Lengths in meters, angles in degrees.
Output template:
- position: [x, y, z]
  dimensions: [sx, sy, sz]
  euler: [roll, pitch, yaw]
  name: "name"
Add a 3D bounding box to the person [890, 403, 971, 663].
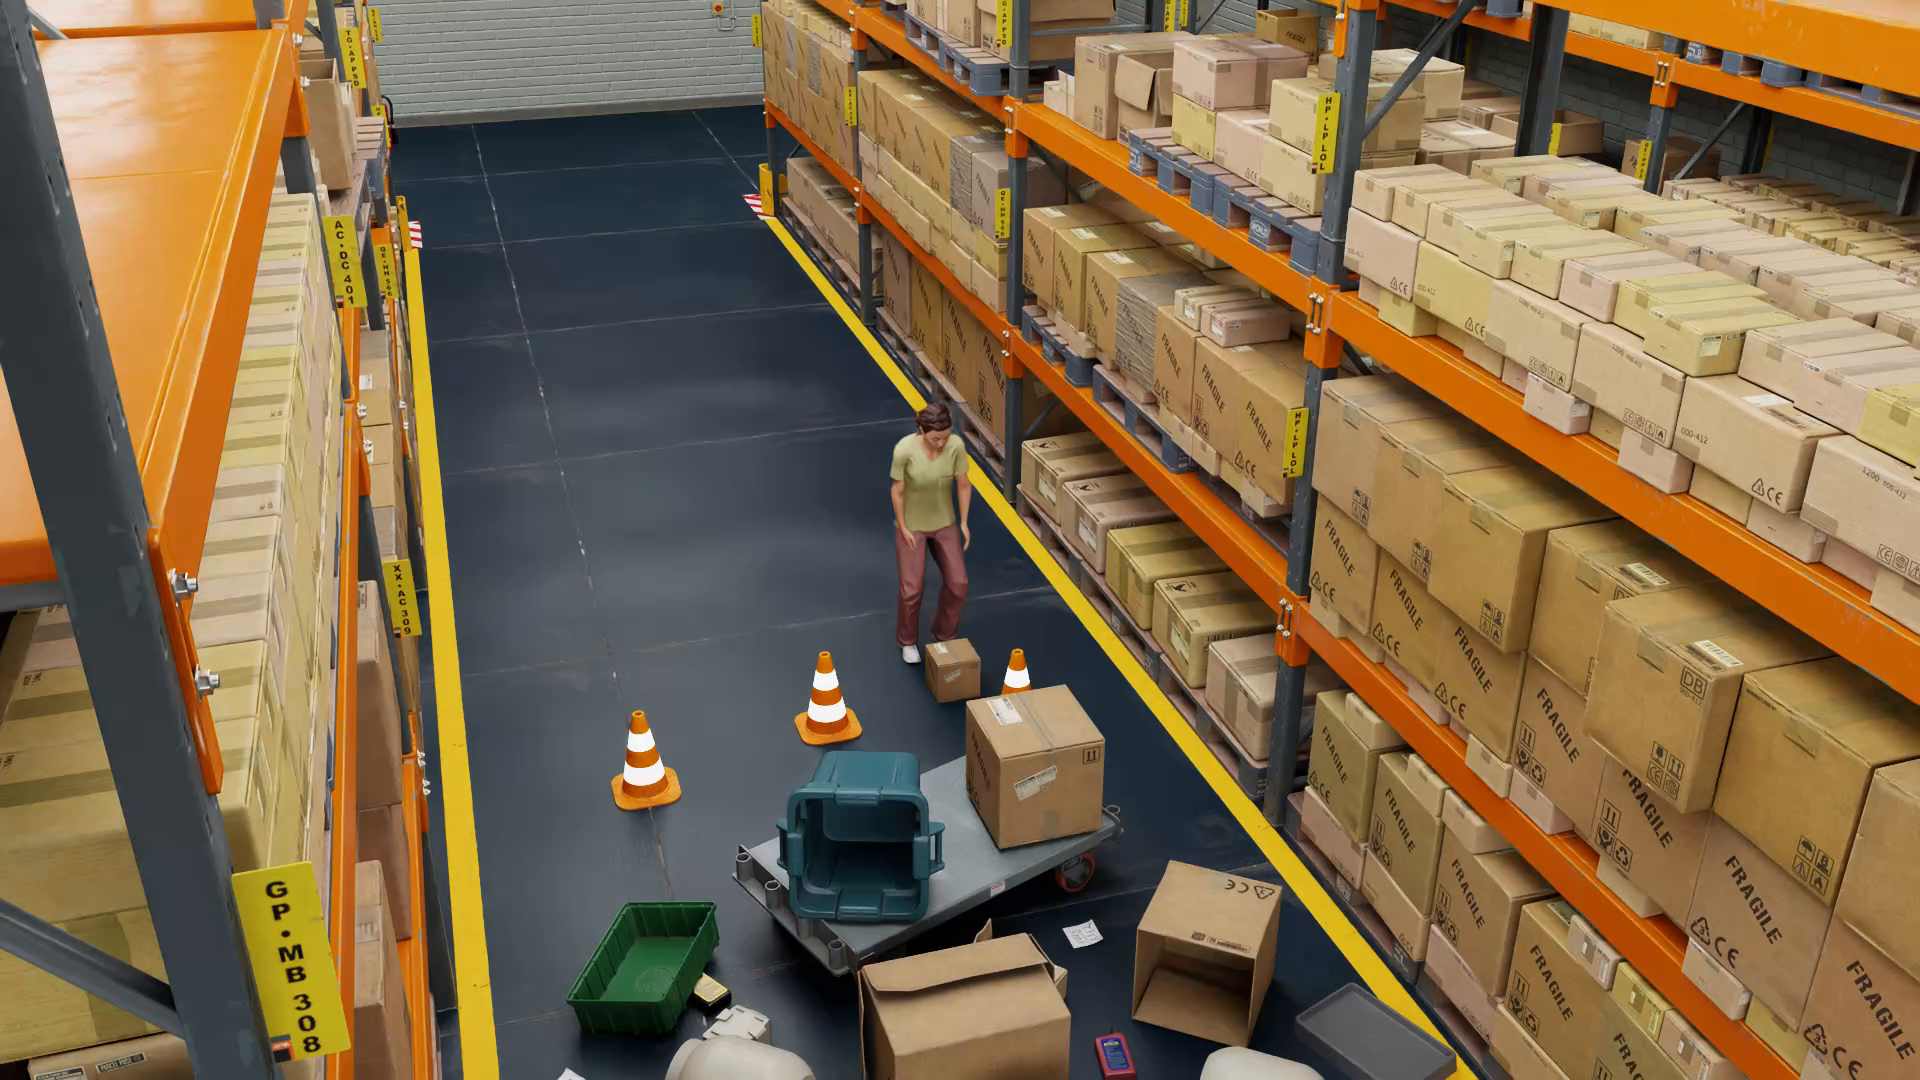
- position: [-0.160, -0.064, 9.561]
  dimensions: [0.474, 1.616, 0.406]
  euler: [-8, 27, -15]
  name: "person"
